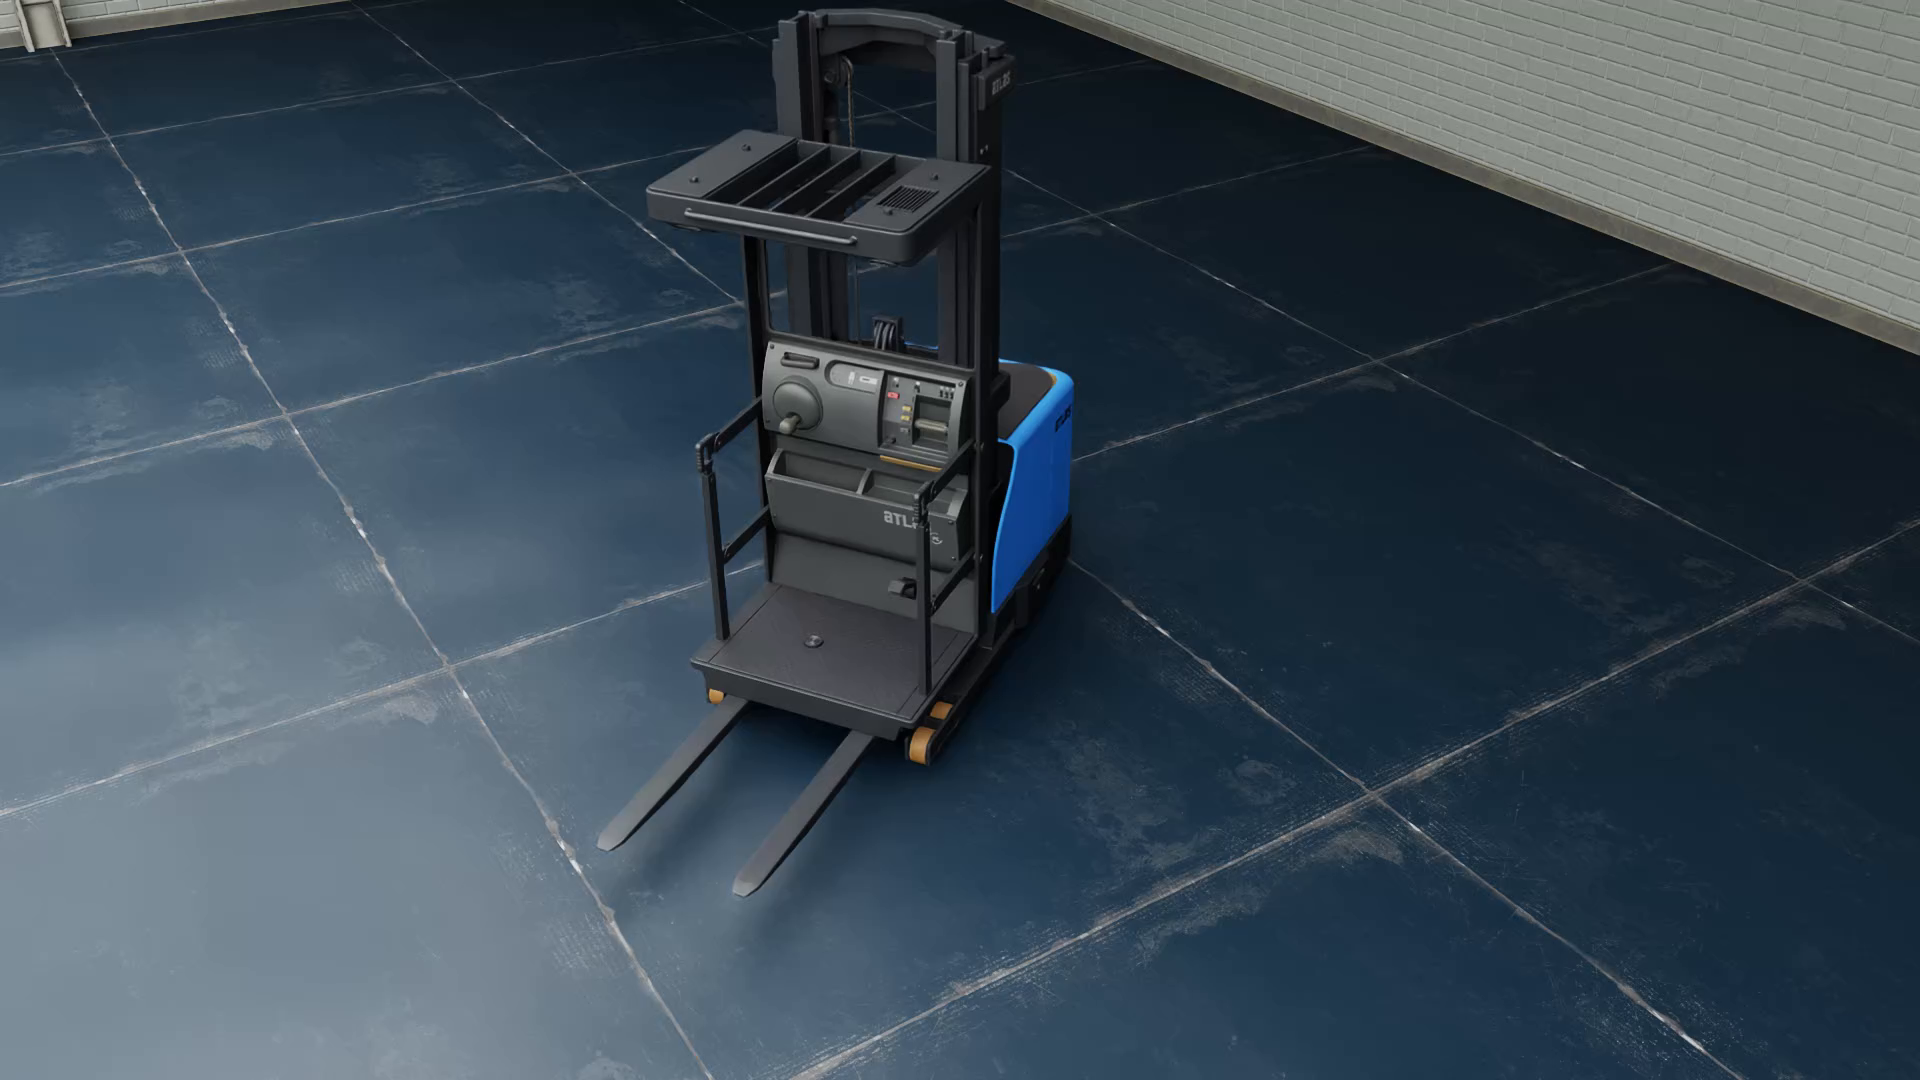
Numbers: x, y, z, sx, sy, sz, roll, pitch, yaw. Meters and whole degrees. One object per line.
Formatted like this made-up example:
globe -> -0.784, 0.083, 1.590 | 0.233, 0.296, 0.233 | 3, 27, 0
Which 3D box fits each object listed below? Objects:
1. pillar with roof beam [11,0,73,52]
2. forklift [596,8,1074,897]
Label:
pillar with roof beam -> -6.745, -6.801, 11.097 | 0.400, 9.000, 9.100 | -19, 37, -27
forklift -> -0.495, -0.527, 6.839 | 1.130, 2.935, 3.031 | 13, 35, 20
